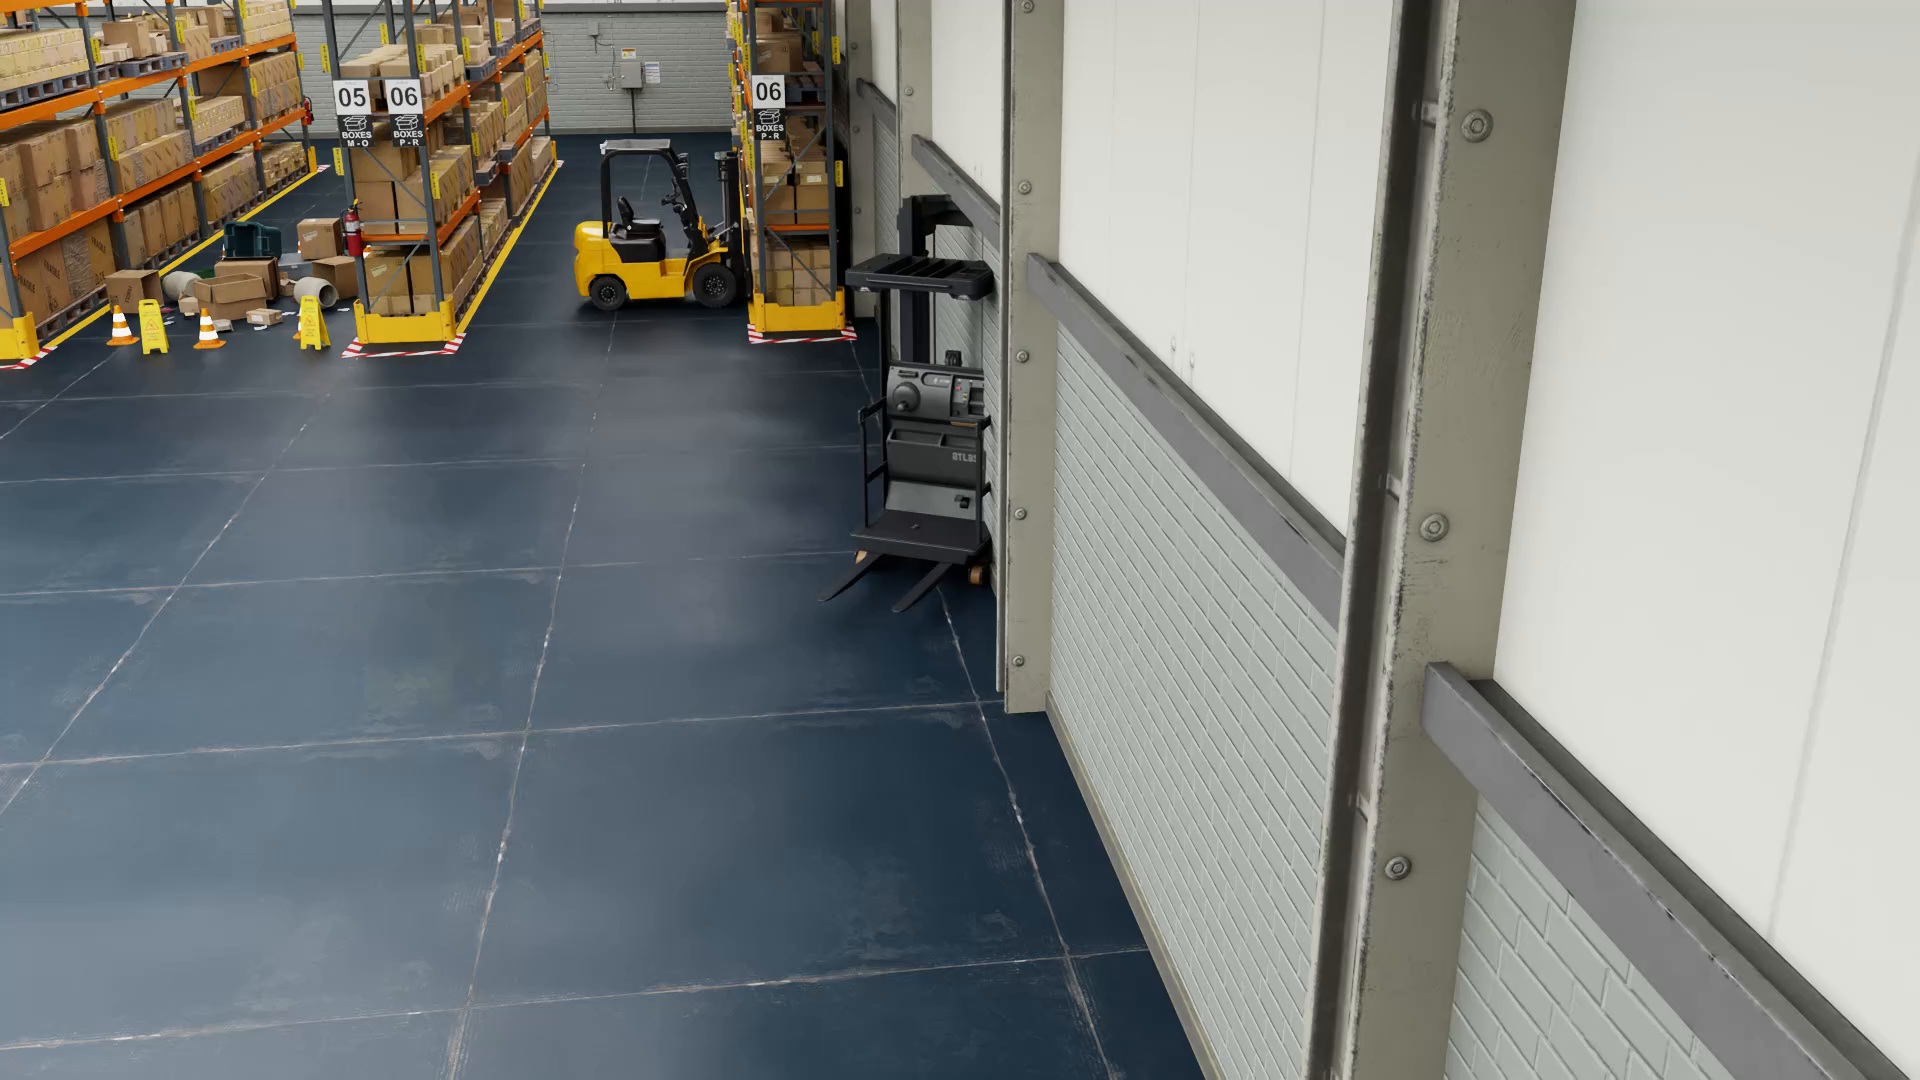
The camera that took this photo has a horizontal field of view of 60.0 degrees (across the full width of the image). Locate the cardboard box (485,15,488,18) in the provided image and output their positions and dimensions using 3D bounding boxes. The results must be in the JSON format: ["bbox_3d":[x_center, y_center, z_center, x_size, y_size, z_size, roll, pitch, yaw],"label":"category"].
[{"bbox_3d":[-9.139,-9.878,31.614,0.396,0.266,0.258,-2,21,-6],"label":"cardboard box"}]

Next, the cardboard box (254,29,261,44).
[{"bbox_3d":[-13.501,-9.485,31.325,0.500,0.250,0.500,-3,21,-9],"label":"cardboard box"}]

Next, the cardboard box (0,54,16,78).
[{"bbox_3d":[-11.774,-5.722,20.082,0.500,0.250,0.500,-3,21,-8],"label":"cardboard box"}]

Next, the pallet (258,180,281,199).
[{"bbox_3d":[-13.746,-6.727,32.001,1.003,0.211,1.213,-3,21,-8],"label":"pallet"}]

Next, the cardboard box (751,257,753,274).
[{"bbox_3d":[-2.626,-3.832,22.878,0.500,0.250,0.500,-3,21,-9],"label":"cardboard box"}]

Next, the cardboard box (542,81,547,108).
[{"bbox_3d":[-8.975,-9.366,34.937,0.500,0.500,0.500,-3,21,-7],"label":"cardboard box"}]

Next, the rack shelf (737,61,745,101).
[{"bbox_3d":[-2.954,-7.330,26.370,1.077,0.370,4.000,-3,21,-8],"label":"rack shelf"}]

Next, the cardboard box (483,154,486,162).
[{"bbox_3d":[-7.484,-5.877,25.496,0.380,0.149,0.250,-3,21,-7],"label":"cardboard box"}]

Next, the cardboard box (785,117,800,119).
[{"bbox_3d":[-2.805,-6.849,27.271,0.380,0.149,0.250,-3,21,-8],"label":"cardboard box"}]

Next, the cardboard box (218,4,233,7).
[{"bbox_3d":[-14.175,-10.281,32.173,0.380,0.149,0.250,-2,21,-6],"label":"cardboard box"}]

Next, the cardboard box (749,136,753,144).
[{"bbox_3d":[-2.805,-5.666,23.679,0.380,0.149,0.250,-2,21,-7],"label":"cardboard box"}]

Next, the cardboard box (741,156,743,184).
[{"bbox_3d":[-3.972,-7.186,32.216,0.500,0.500,0.500,-2,21,-5],"label":"cardboard box"}]

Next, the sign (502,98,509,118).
[{"bbox_3d":[-7.618,-7.239,27.843,0.100,0.325,0.005,-3,21,-8],"label":"sign"}]

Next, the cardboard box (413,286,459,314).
[{"bbox_3d":[-6.843,-3.135,21.726,0.500,0.250,0.500,-3,21,-8],"label":"cardboard box"}]

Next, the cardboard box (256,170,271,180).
[{"bbox_3d":[-13.350,-6.945,31.648,0.380,0.149,0.250,-2,21,-5],"label":"cardboard box"}]

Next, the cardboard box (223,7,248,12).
[{"bbox_3d":[-13.515,-9.852,31.024,0.380,0.149,0.250,-3,21,-8],"label":"cardboard box"}]

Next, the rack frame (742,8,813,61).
[{"bbox_3d":[-2.666,-8.380,23.865,1.000,3.000,0.127,-3,21,-8],"label":"rack frame"}]

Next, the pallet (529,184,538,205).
[{"bbox_3d":[-8.545,-6.518,31.440,1.003,0.211,1.213,-3,21,-8],"label":"pallet"}]

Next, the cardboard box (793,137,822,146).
[{"bbox_3d":[-2.159,-5.610,23.528,0.380,0.149,0.250,-3,21,-9],"label":"cardboard box"}]

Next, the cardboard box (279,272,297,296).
[{"bbox_3d":[-9.584,-3.647,23.675,0.396,0.266,0.258,17,27,39],"label":"cardboard box"}]

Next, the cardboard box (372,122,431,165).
[{"bbox_3d":[-7.466,-5.280,22.143,0.700,0.500,0.500,-3,21,-8],"label":"cardboard box"}]

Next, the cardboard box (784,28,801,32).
[{"bbox_3d":[-2.884,-8.295,27.397,0.500,0.250,0.500,-3,21,-8],"label":"cardboard box"}]

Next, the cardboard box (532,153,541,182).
[{"bbox_3d":[-8.715,-7.307,32.629,0.875,0.438,0.875,-3,21,-9],"label":"cardboard box"}]

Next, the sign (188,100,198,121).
[{"bbox_3d":[-12.489,-6.990,27.063,0.100,0.325,0.005,-3,21,-8],"label":"sign"}]

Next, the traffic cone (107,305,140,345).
[{"bbox_3d":[-10.556,-2.715,20.899,0.336,0.463,0.334,-3,21,-8],"label":"traffic cone"}]

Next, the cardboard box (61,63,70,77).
[{"bbox_3d":[-11.980,-6.189,21.903,0.380,0.149,0.250,-3,21,-8],"label":"cardboard box"}]

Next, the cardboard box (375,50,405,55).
[{"bbox_3d":[-7.662,-6.497,22.332,0.380,0.149,0.250,-4,21,-10],"label":"cardboard box"}]

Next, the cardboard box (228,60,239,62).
[{"bbox_3d":[-14.089,-8.963,32.005,0.500,0.500,0.500,-2,21,-6],"label":"cardboard box"}]

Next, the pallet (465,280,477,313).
[{"bbox_3d":[-7.266,-3.357,22.978,1.003,0.211,1.213,-3,21,-8],"label":"pallet"}]

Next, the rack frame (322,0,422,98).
[{"bbox_3d":[-7.001,-6.743,19.484,1.000,3.000,0.127,-3,21,-8],"label":"rack frame"}]

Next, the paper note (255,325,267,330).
[{"bbox_3d":[-9.107,-2.769,21.660,0.148,0.019,0.142,-11,23,-26],"label":"paper note"}]

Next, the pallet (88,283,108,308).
[{"bbox_3d":[-12.429,-3.460,23.252,1.003,0.211,1.213,-3,21,-8],"label":"pallet"}]

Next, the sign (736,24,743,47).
[{"bbox_3d":[-3.201,-7.334,24.162,0.100,0.325,0.005,-3,21,-8],"label":"sign"}]

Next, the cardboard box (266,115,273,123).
[{"bbox_3d":[-13.537,-8.160,32.211,0.380,0.149,0.250,-3,21,-7],"label":"cardboard box"}]

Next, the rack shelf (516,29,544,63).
[{"bbox_3d":[-9.019,-9.848,33.113,1.077,0.370,4.000,-3,21,-8],"label":"rack shelf"}]

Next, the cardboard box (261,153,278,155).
[{"bbox_3d":[-13.662,-7.528,32.782,0.380,0.149,0.250,-4,21,-10],"label":"cardboard box"}]

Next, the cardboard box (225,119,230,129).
[{"bbox_3d":[-13.207,-7.395,29.563,0.380,0.149,0.250,-4,21,-10],"label":"cardboard box"}]

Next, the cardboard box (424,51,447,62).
[{"bbox_3d":[-7.062,-6.434,22.163,0.380,0.149,0.250,-3,21,-7],"label":"cardboard box"}]

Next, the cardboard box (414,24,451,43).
[{"bbox_3d":[-7.956,-7.630,25.045,0.500,0.250,0.500,-3,21,-7],"label":"cardboard box"}]

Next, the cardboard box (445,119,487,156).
[{"bbox_3d":[-7.434,-6.051,25.036,0.500,0.500,0.500,-3,21,-8],"label":"cardboard box"}]

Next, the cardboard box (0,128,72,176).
[{"bbox_3d":[-12.306,-5.101,21.904,0.875,0.550,0.550,-3,21,-8],"label":"cardboard box"}]

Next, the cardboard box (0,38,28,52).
[{"bbox_3d":[-11.800,-6.125,20.591,0.380,0.149,0.250,-3,21,-8],"label":"cardboard box"}]

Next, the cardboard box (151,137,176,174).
[{"bbox_3d":[-12.564,-5.977,25.862,0.500,0.500,0.500,-3,21,-9],"label":"cardboard box"}]

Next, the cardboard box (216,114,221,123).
[{"bbox_3d":[-13.138,-7.353,29.024,0.380,0.149,0.250,-2,21,-6],"label":"cardboard box"}]

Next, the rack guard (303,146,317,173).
[{"bbox_3d":[-14.180,-7.991,34.970,1.175,0.500,0.348,-3,21,-8],"label":"rack guard"}]

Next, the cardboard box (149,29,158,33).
[{"bbox_3d":[-13.371,-8.055,27.140,0.500,0.500,0.500,-3,21,-8],"label":"cardboard box"}]

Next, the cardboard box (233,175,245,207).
[{"bbox_3d":[-13.115,-6.230,29.655,0.500,0.500,0.500,-3,21,-9],"label":"cardboard box"}]

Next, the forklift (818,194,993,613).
[{"bbox_3d":[-0.220,-1.169,13.232,1.130,2.935,3.031,8,22,19],"label":"forklift"}]

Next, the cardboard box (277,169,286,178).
[{"bbox_3d":[-13.576,-7.254,32.899,0.380,0.149,0.250,-3,21,-9],"label":"cardboard box"}]

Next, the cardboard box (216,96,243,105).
[{"bbox_3d":[-13.363,-8.032,30.416,0.380,0.149,0.250,-2,21,-5],"label":"cardboard box"}]

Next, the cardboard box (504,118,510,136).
[{"bbox_3d":[-7.982,-7.055,28.391,0.500,0.250,0.500,-3,21,-8],"label":"cardboard box"}]
